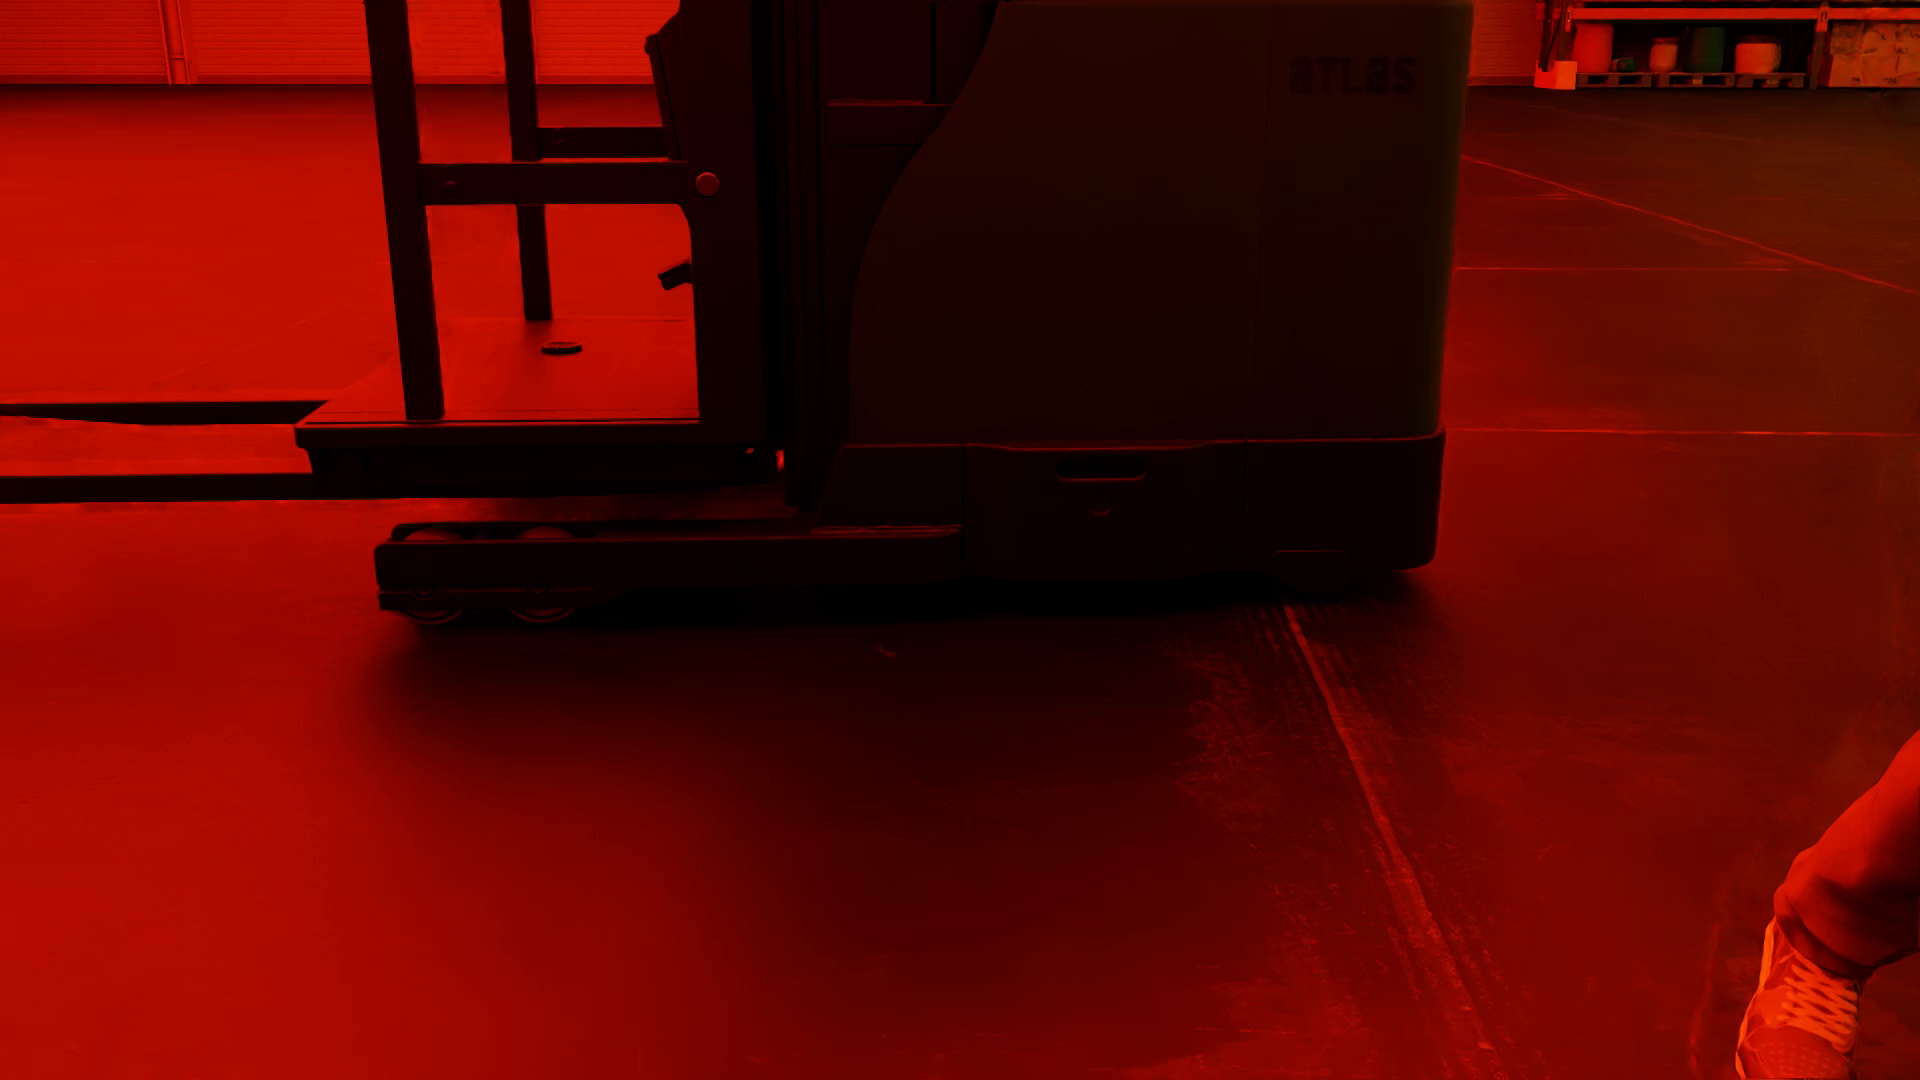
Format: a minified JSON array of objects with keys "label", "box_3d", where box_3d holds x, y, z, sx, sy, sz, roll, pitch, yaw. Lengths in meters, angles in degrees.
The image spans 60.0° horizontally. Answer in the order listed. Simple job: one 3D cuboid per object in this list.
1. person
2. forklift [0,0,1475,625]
[{"label":"person","box_3d":[1.086,-0.022,1.255,0.771,1.386,0.635,8,19,25]},{"label":"forklift","box_3d":[-0.665,-1.412,2.977,3.031,2.935,1.130,-1,17,-3]}]
